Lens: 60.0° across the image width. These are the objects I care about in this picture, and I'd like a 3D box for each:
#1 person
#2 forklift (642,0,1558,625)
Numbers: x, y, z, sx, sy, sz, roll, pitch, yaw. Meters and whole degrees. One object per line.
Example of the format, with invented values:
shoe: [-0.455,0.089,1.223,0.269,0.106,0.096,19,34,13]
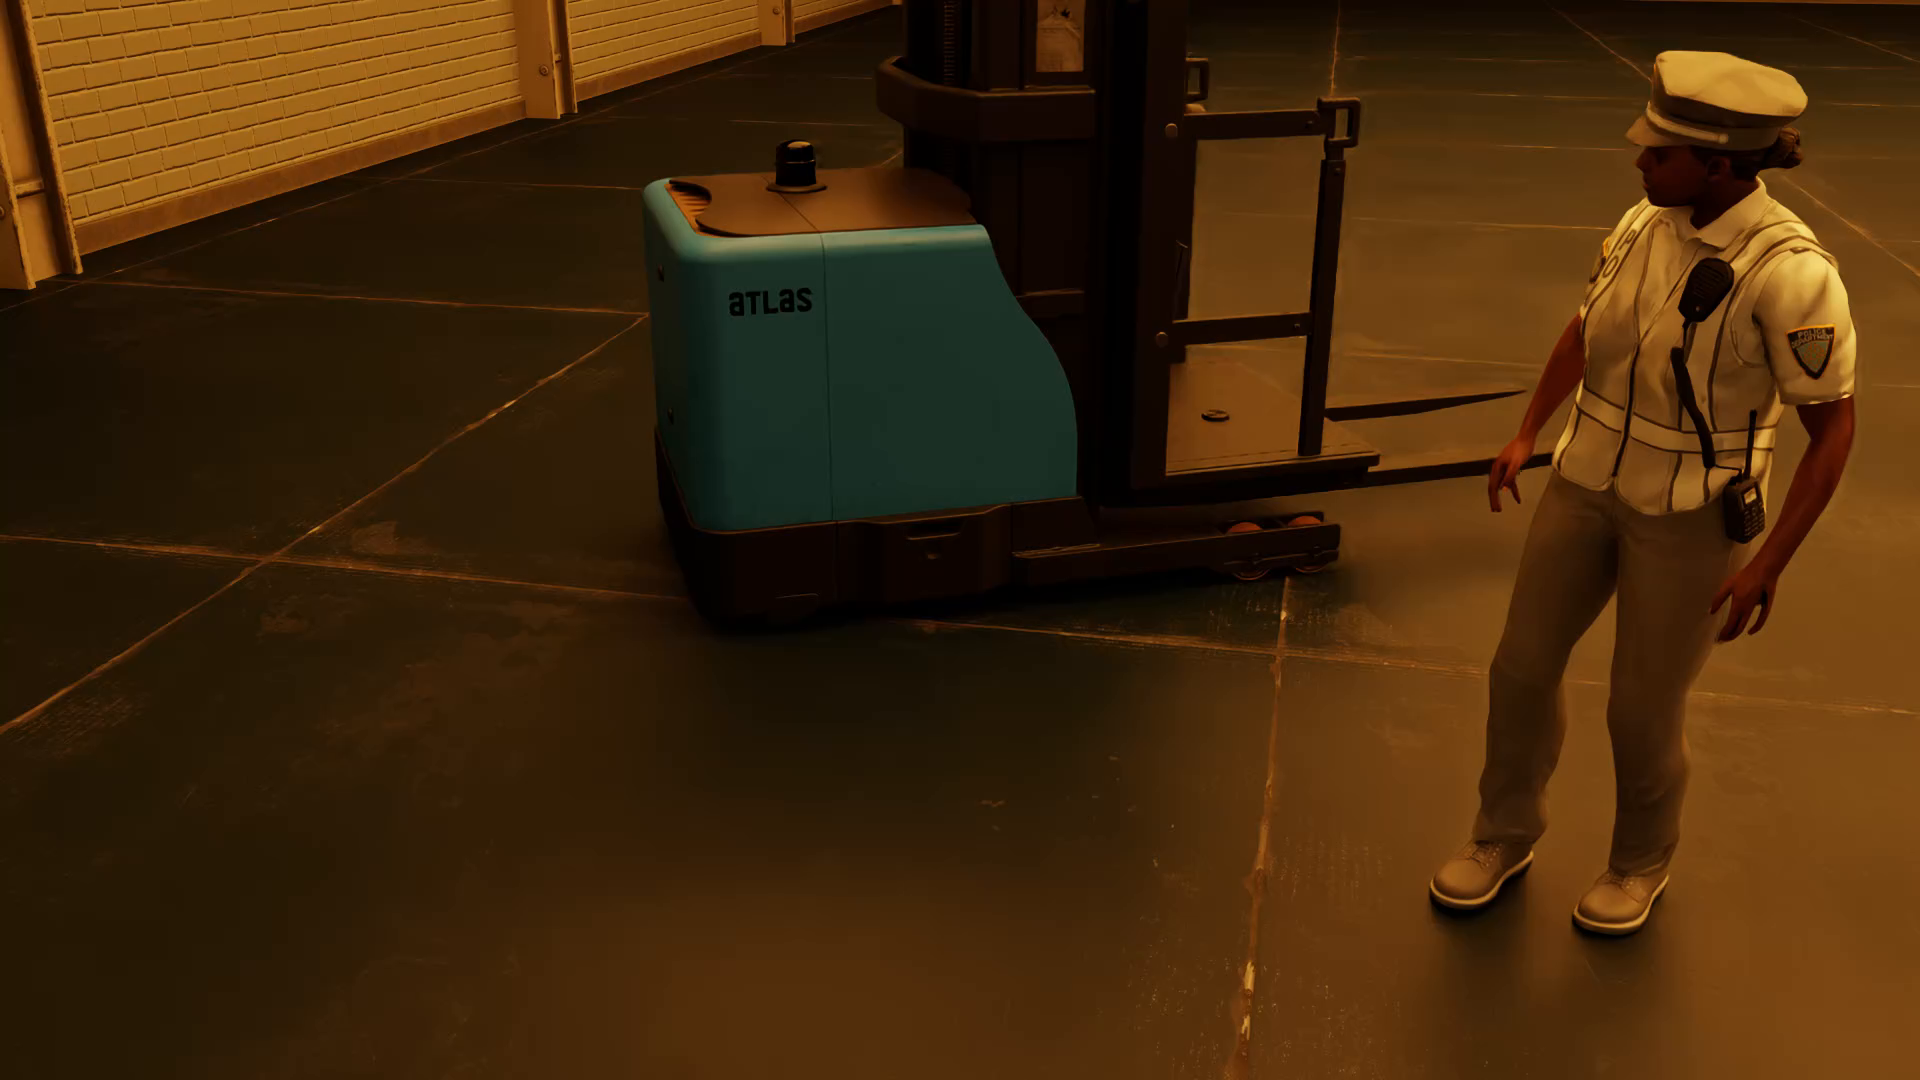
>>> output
person: [1.224,-0.035,3.050,0.471,1.654,0.651,-14,26,-31]
forklift: [0.619,-1.424,4.759,3.031,2.935,1.130,-6,23,-15]
